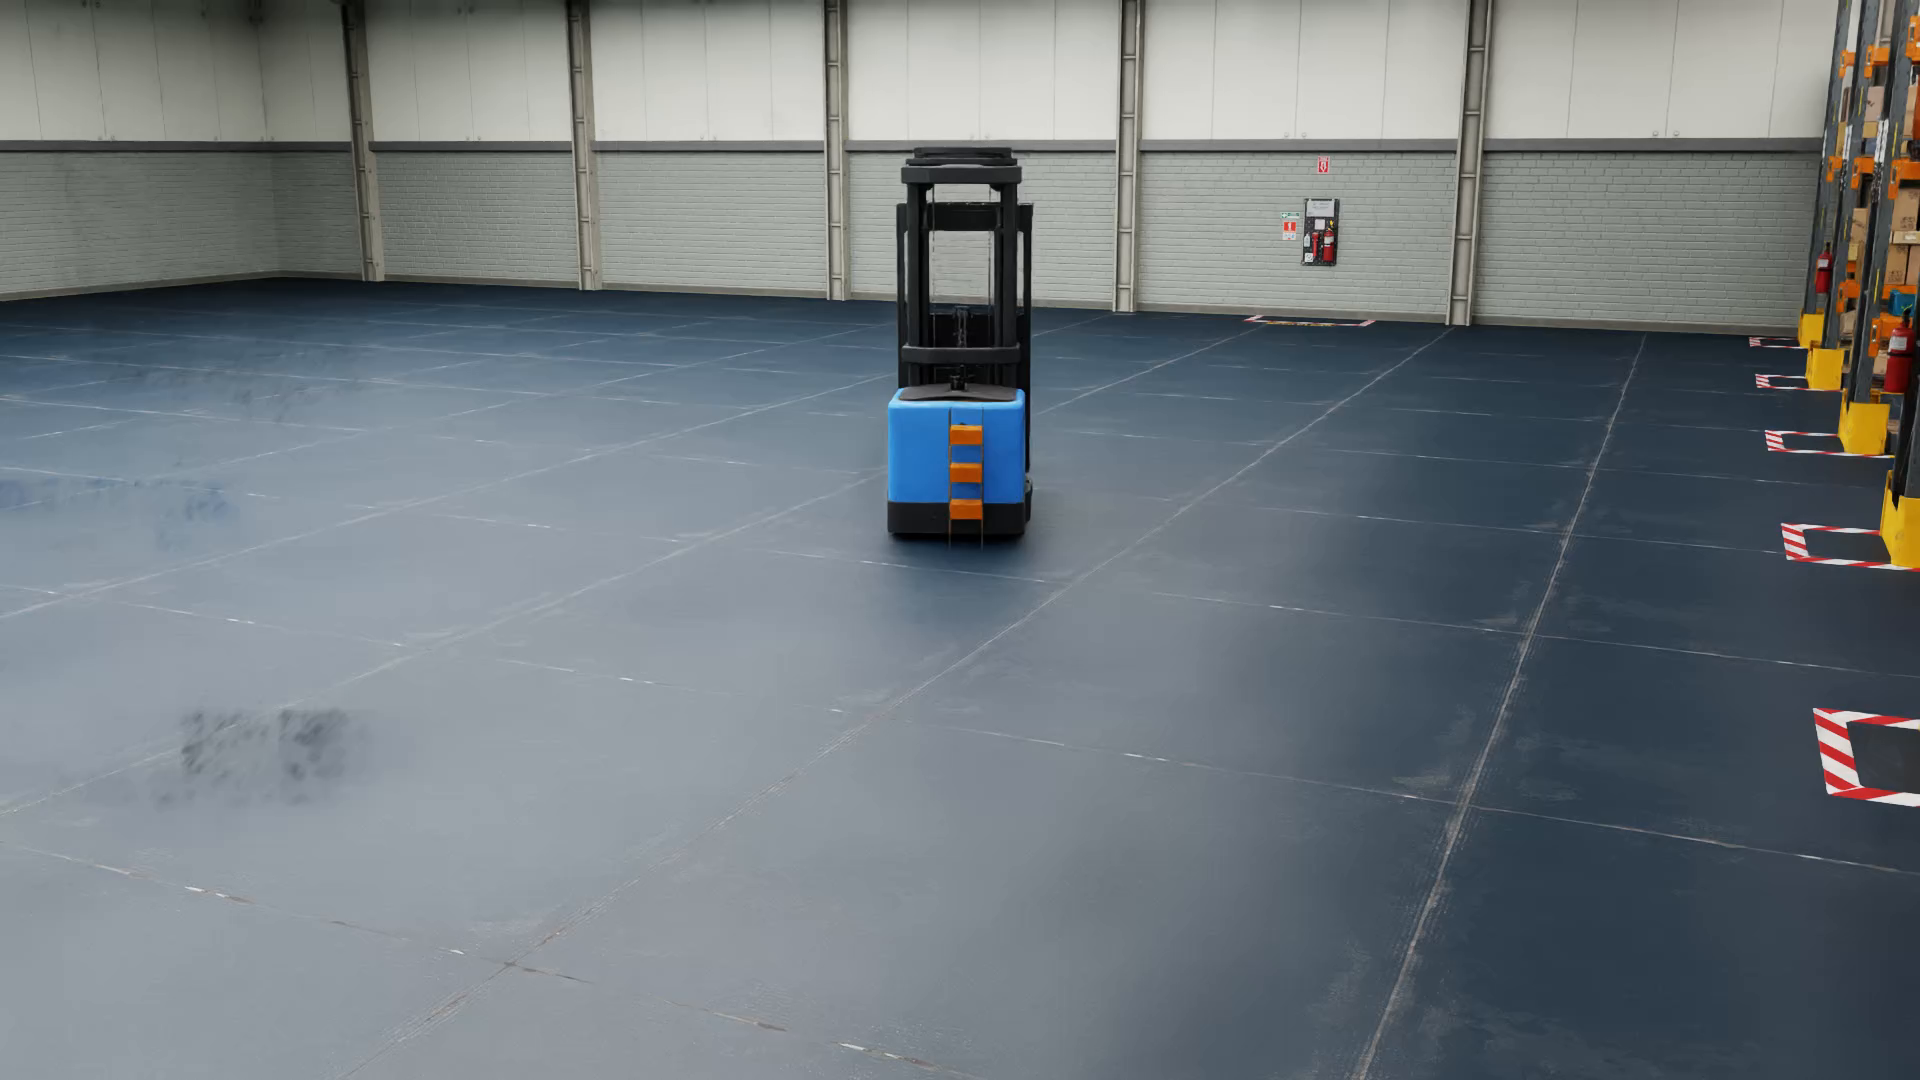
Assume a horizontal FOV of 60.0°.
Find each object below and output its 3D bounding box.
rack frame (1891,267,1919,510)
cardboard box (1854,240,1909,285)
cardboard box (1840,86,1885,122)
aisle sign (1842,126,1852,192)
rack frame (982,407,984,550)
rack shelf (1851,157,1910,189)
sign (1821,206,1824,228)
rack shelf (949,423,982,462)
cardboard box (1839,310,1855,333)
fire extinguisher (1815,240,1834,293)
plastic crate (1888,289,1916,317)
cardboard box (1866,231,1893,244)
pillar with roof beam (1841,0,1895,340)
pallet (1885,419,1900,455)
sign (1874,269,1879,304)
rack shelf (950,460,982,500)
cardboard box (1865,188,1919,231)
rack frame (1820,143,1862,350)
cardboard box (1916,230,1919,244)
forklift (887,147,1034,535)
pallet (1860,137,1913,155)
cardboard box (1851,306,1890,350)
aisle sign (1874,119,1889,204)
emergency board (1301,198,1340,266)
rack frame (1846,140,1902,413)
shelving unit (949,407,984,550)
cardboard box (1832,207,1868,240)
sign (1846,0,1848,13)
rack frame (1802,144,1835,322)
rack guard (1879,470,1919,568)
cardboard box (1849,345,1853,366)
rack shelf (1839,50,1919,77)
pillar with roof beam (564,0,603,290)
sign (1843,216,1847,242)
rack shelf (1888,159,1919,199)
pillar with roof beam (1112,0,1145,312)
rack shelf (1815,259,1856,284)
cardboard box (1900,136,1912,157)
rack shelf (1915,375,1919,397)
[{"bbox_3d":[7.031,-1.386,12.095,0.127,3.000,1.000,6,14,23],"label":"rack frame"},{"bbox_3d":[11.469,-3.458,20.705,0.500,0.500,0.700,6,14,23],"label":"cardboard box"},{"bbox_3d":[13.304,-6.409,24.484,0.500,0.500,0.500,5,14,19],"label":"cardboard box"},{"bbox_3d":[10.863,-4.662,20.368,0.004,0.787,0.394,6,14,23],"label":"aisle sign"},{"bbox_3d":[0.169,-0.457,12.403,0.008,1.050,0.200,1,13,3],"label":"rack frame"},{"bbox_3d":[12.876,-4.380,19.862,4.000,0.370,1.077,6,14,23],"label":"rack shelf"},{"bbox_3d":[12.830,-4.798,24.741,0.005,0.325,0.100,6,14,23],"label":"sign"},{"bbox_3d":[0.047,-0.724,12.346,0.240,0.259,0.215,1,13,3],"label":"rack shelf"},{"bbox_3d":[13.646,-3.312,25.226,0.500,0.311,0.500,4,14,17],"label":"cardboard box"},{"bbox_3d":[11.127,-3.525,21.381,0.183,0.674,0.296,6,14,23],"label":"fire extinguisher"},{"bbox_3d":[9.616,-2.364,16.590,0.616,0.251,0.499,6,14,23],"label":"plastic crate"},{"bbox_3d":[11.319,-3.738,20.480,0.250,0.149,0.380,6,14,23],"label":"cardboard box"},{"bbox_3d":[12.297,-6.627,21.299,0.400,9.000,9.100,6,14,23],"label":"pillar with roof beam"},{"bbox_3d":[9.866,-0.989,16.509,1.213,0.211,1.003,6,14,23],"label":"pallet"},{"bbox_3d":[8.810,-2.441,15.984,0.005,0.325,0.100,6,14,23],"label":"sign"},{"bbox_3d":[0.047,-0.448,12.411,0.240,0.259,0.215,1,13,3],"label":"rack shelf"},{"bbox_3d":[11.517,-4.084,20.536,0.500,0.500,0.700,6,14,23],"label":"cardboard box"},{"bbox_3d":[11.047,-3.455,20.912,0.127,3.000,1.000,6,14,23],"label":"rack frame"},{"bbox_3d":[11.789,-3.691,20.278,0.250,0.149,0.380,6,14,23],"label":"cardboard box"},{"bbox_3d":[0.050,-1.748,13.788,1.130,2.935,3.031,1,13,3],"label":"forklift"},{"bbox_3d":[11.683,-4.801,20.277,1.213,0.211,1.003,6,14,23],"label":"pallet"},{"bbox_3d":[11.658,-2.698,21.146,0.500,0.500,0.500,6,14,23],"label":"cardboard box"},{"bbox_3d":[8.853,-3.632,15.975,0.004,0.787,0.394,6,14,23],"label":"aisle sign"},{"bbox_3d":[6.311,-5.397,29.191,0.643,1.169,0.194,6,14,23],"label":"emergency board"},{"bbox_3d":[9.037,-2.420,16.504,0.127,3.000,1.000,6,14,23],"label":"rack frame"},{"bbox_3d":[0.047,-0.458,12.408,0.252,1.050,0.215,1,13,3],"label":"shelving unit"},{"bbox_3d":[13.567,-4.792,25.255,0.500,0.500,0.500,6,14,23],"label":"cardboard box"},{"bbox_3d":[12.830,-7.790,24.038,0.005,0.325,0.100,6,14,23],"label":"sign"},{"bbox_3d":[13.050,-4.490,25.323,0.127,3.000,1.000,6,14,23],"label":"rack frame"},{"bbox_3d":[7.101,-0.162,12.351,0.348,0.500,1.175,6,14,23],"label":"rack guard"},{"bbox_3d":[11.657,-2.333,21.229,0.500,0.250,0.500,6,14,23],"label":"cardboard box"},{"bbox_3d":[14.879,-6.874,23.931,4.000,0.370,1.077,6,14,23],"label":"rack shelf"},{"bbox_3d":[-9.646,-8.848,30.763,0.400,9.000,9.100,6,14,23],"label":"pillar with roof beam"},{"bbox_3d":[10.817,-3.799,20.312,0.005,0.325,0.100,6,14,23],"label":"sign"},{"bbox_3d":[10.866,-3.346,15.455,4.000,0.370,1.077,6,14,23],"label":"rack shelf"},{"bbox_3d":[1.325,-7.737,26.031,0.400,9.000,9.100,6,14,23],"label":"pillar with roof beam"},{"bbox_3d":[14.879,-3.954,24.616,4.000,0.370,1.077,6,14,23],"label":"rack shelf"},{"bbox_3d":[13.731,-5.868,24.368,0.500,0.500,0.500,7,15,27],"label":"cardboard box"},{"bbox_3d":[8.860,-0.851,11.389,4.000,0.370,1.077,6,14,23],"label":"rack shelf"}]
